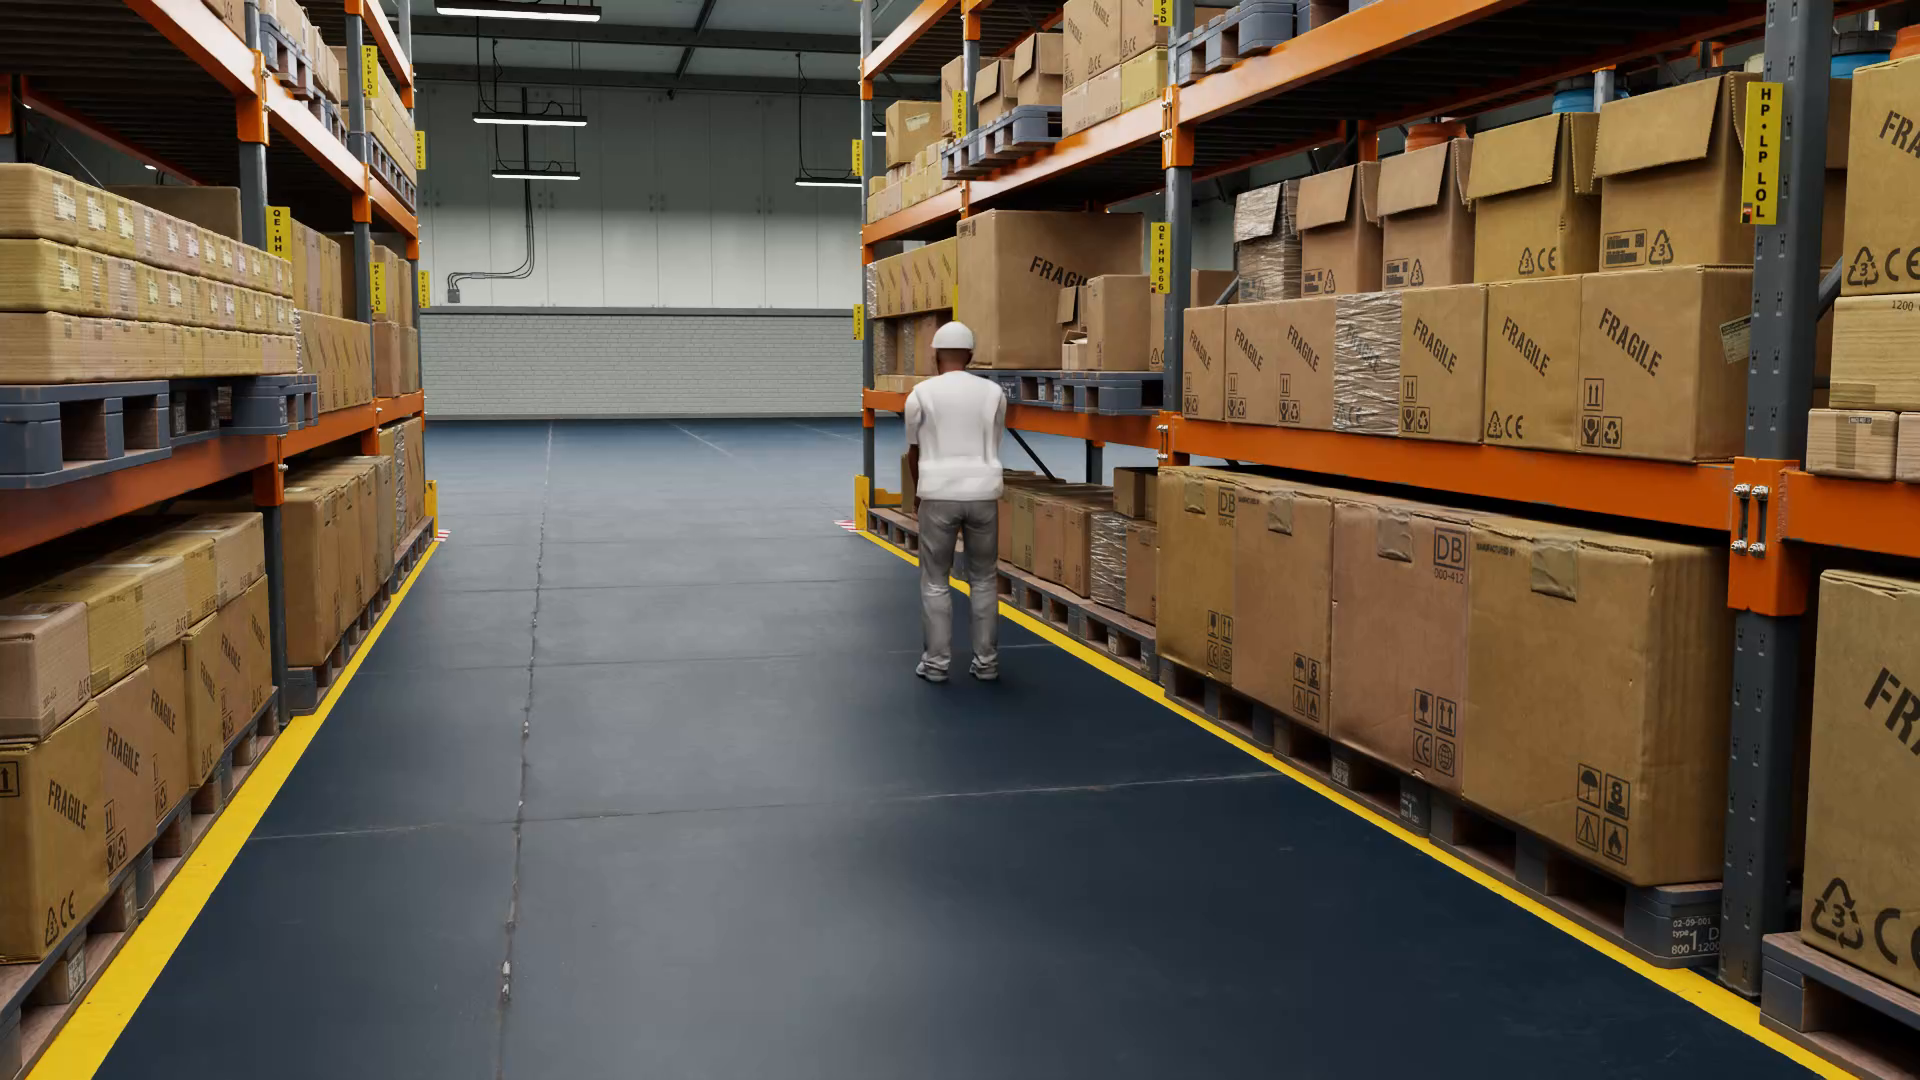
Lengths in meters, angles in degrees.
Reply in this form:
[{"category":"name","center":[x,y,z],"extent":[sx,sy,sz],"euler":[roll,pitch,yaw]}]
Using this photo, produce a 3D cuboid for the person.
[{"category":"person","center":[-0.037,-0.200,8.259],"extent":[0.504,1.758,0.581],"euler":[-1,6,-12]}]
